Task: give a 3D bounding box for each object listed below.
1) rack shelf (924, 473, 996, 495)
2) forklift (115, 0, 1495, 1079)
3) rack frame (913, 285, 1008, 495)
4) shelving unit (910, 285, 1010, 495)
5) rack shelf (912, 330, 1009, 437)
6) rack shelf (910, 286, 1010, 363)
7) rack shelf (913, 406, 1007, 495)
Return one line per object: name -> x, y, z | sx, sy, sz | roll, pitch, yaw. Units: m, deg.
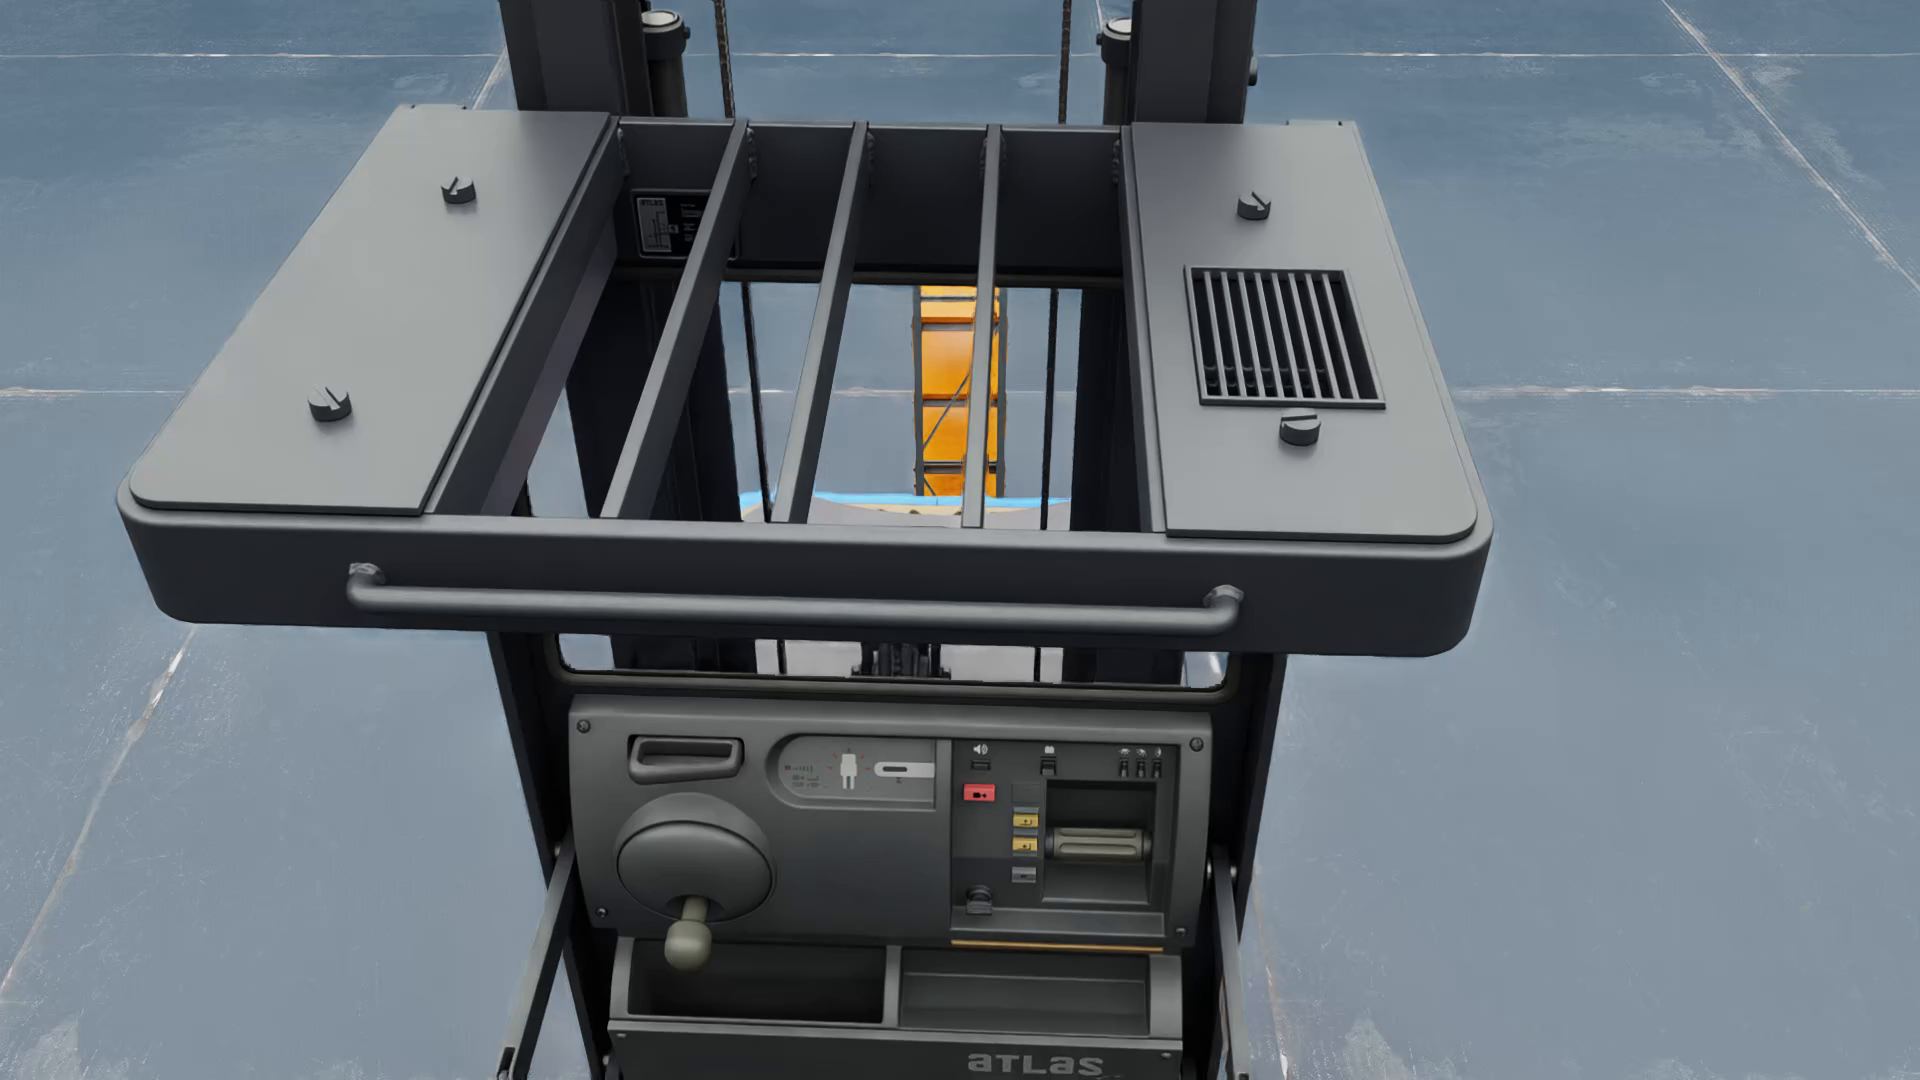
rack shelf -> 0.000, -0.157, 4.912 | 0.258, 0.148, 0.480 | 0, 39, 0
forklift -> -0.111, 0.510, 2.270 | 1.130, 2.935, 3.031 | 1, 39, 2
rack frame -> 0.000, -0.212, 4.555 | 0.240, 1.200, 0.015 | 0, 39, 0
shelving unit -> 0.000, -0.365, 4.746 | 0.258, 1.200, 0.503 | 0, 39, 0
rack shelf -> 0.000, -0.487, 4.648 | 0.258, 0.148, 0.480 | 0, 39, 0
rack shelf -> 0.000, -0.671, 4.500 | 0.258, 0.148, 0.480 | 0, 39, 0
rack shelf -> 0.000, -0.312, 4.788 | 0.258, 0.148, 0.480 | 0, 39, 0
